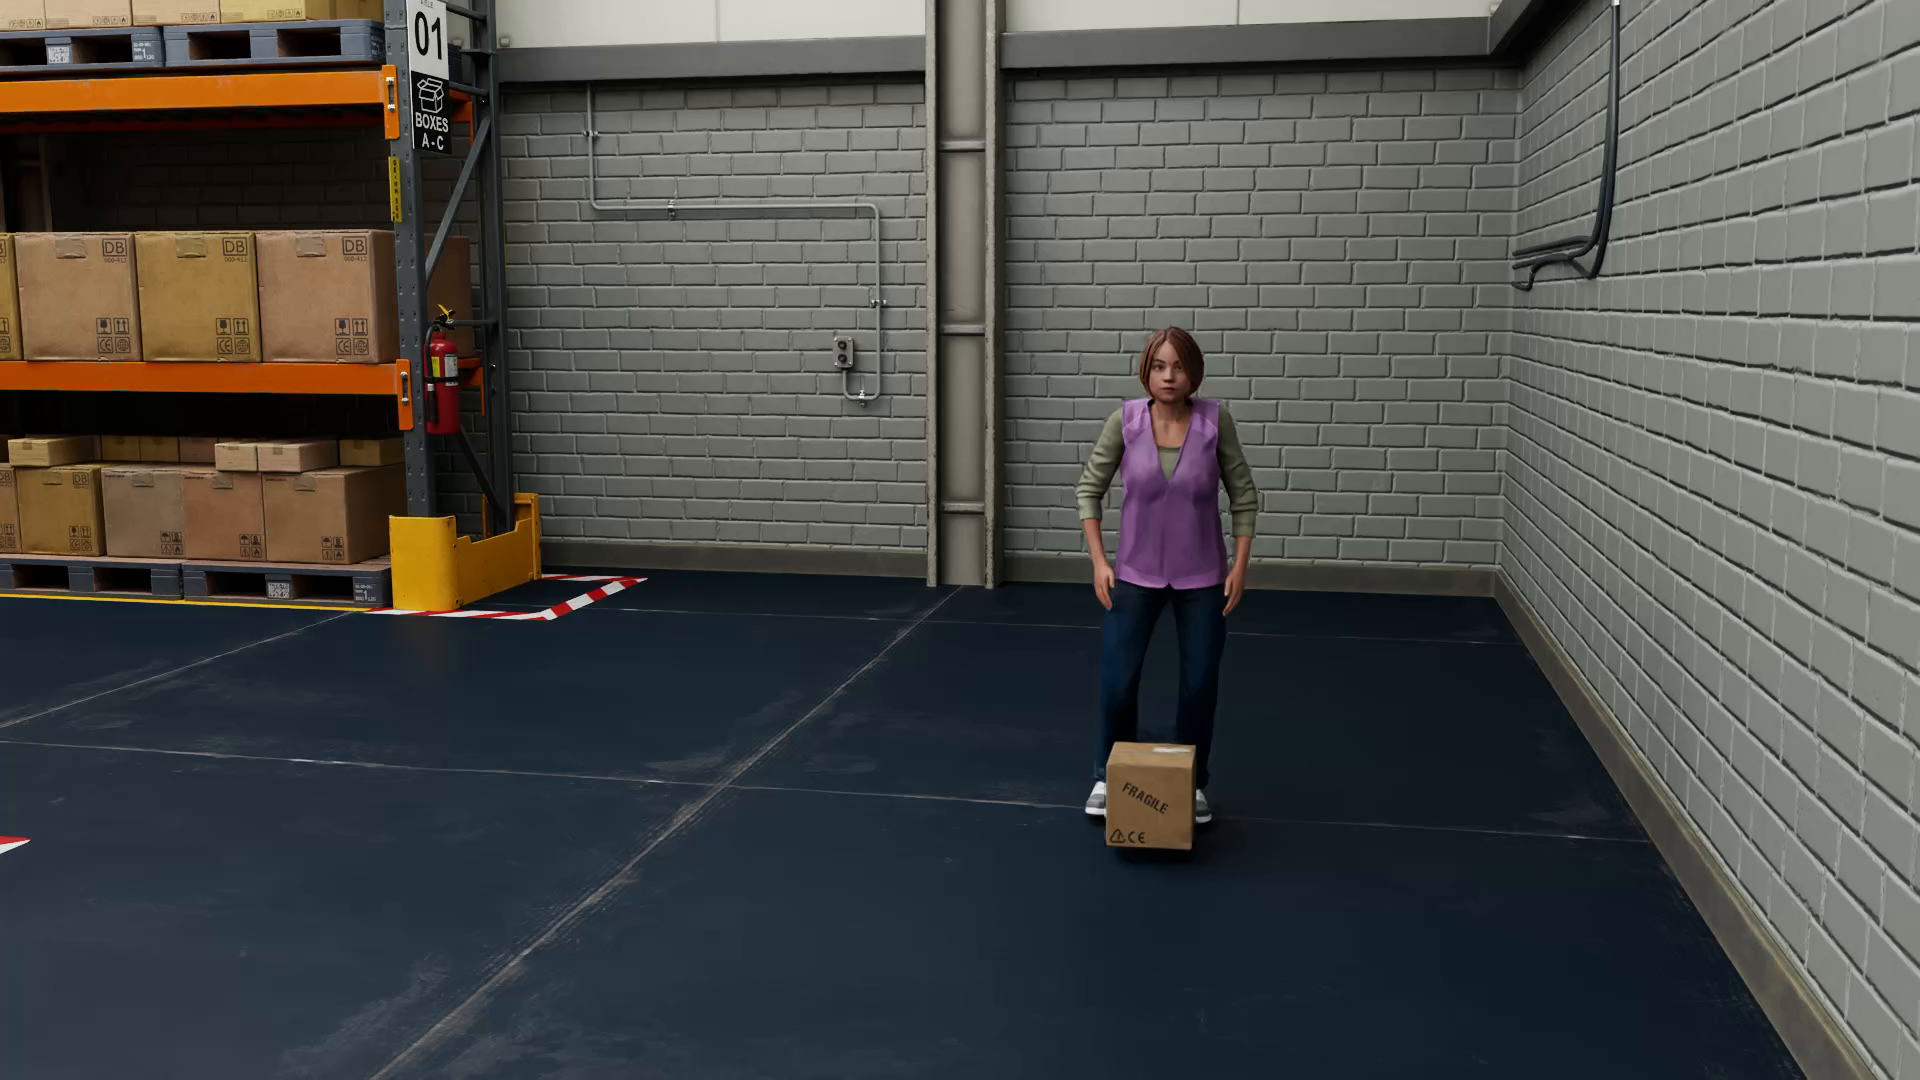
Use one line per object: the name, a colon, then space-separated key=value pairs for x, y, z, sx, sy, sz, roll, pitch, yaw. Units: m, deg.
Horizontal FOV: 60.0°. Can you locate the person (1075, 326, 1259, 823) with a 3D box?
person: x=0.630 y=0.126 z=5.117 sx=0.560 sy=1.548 sz=0.480 roll=1 pitch=8 yaw=9
